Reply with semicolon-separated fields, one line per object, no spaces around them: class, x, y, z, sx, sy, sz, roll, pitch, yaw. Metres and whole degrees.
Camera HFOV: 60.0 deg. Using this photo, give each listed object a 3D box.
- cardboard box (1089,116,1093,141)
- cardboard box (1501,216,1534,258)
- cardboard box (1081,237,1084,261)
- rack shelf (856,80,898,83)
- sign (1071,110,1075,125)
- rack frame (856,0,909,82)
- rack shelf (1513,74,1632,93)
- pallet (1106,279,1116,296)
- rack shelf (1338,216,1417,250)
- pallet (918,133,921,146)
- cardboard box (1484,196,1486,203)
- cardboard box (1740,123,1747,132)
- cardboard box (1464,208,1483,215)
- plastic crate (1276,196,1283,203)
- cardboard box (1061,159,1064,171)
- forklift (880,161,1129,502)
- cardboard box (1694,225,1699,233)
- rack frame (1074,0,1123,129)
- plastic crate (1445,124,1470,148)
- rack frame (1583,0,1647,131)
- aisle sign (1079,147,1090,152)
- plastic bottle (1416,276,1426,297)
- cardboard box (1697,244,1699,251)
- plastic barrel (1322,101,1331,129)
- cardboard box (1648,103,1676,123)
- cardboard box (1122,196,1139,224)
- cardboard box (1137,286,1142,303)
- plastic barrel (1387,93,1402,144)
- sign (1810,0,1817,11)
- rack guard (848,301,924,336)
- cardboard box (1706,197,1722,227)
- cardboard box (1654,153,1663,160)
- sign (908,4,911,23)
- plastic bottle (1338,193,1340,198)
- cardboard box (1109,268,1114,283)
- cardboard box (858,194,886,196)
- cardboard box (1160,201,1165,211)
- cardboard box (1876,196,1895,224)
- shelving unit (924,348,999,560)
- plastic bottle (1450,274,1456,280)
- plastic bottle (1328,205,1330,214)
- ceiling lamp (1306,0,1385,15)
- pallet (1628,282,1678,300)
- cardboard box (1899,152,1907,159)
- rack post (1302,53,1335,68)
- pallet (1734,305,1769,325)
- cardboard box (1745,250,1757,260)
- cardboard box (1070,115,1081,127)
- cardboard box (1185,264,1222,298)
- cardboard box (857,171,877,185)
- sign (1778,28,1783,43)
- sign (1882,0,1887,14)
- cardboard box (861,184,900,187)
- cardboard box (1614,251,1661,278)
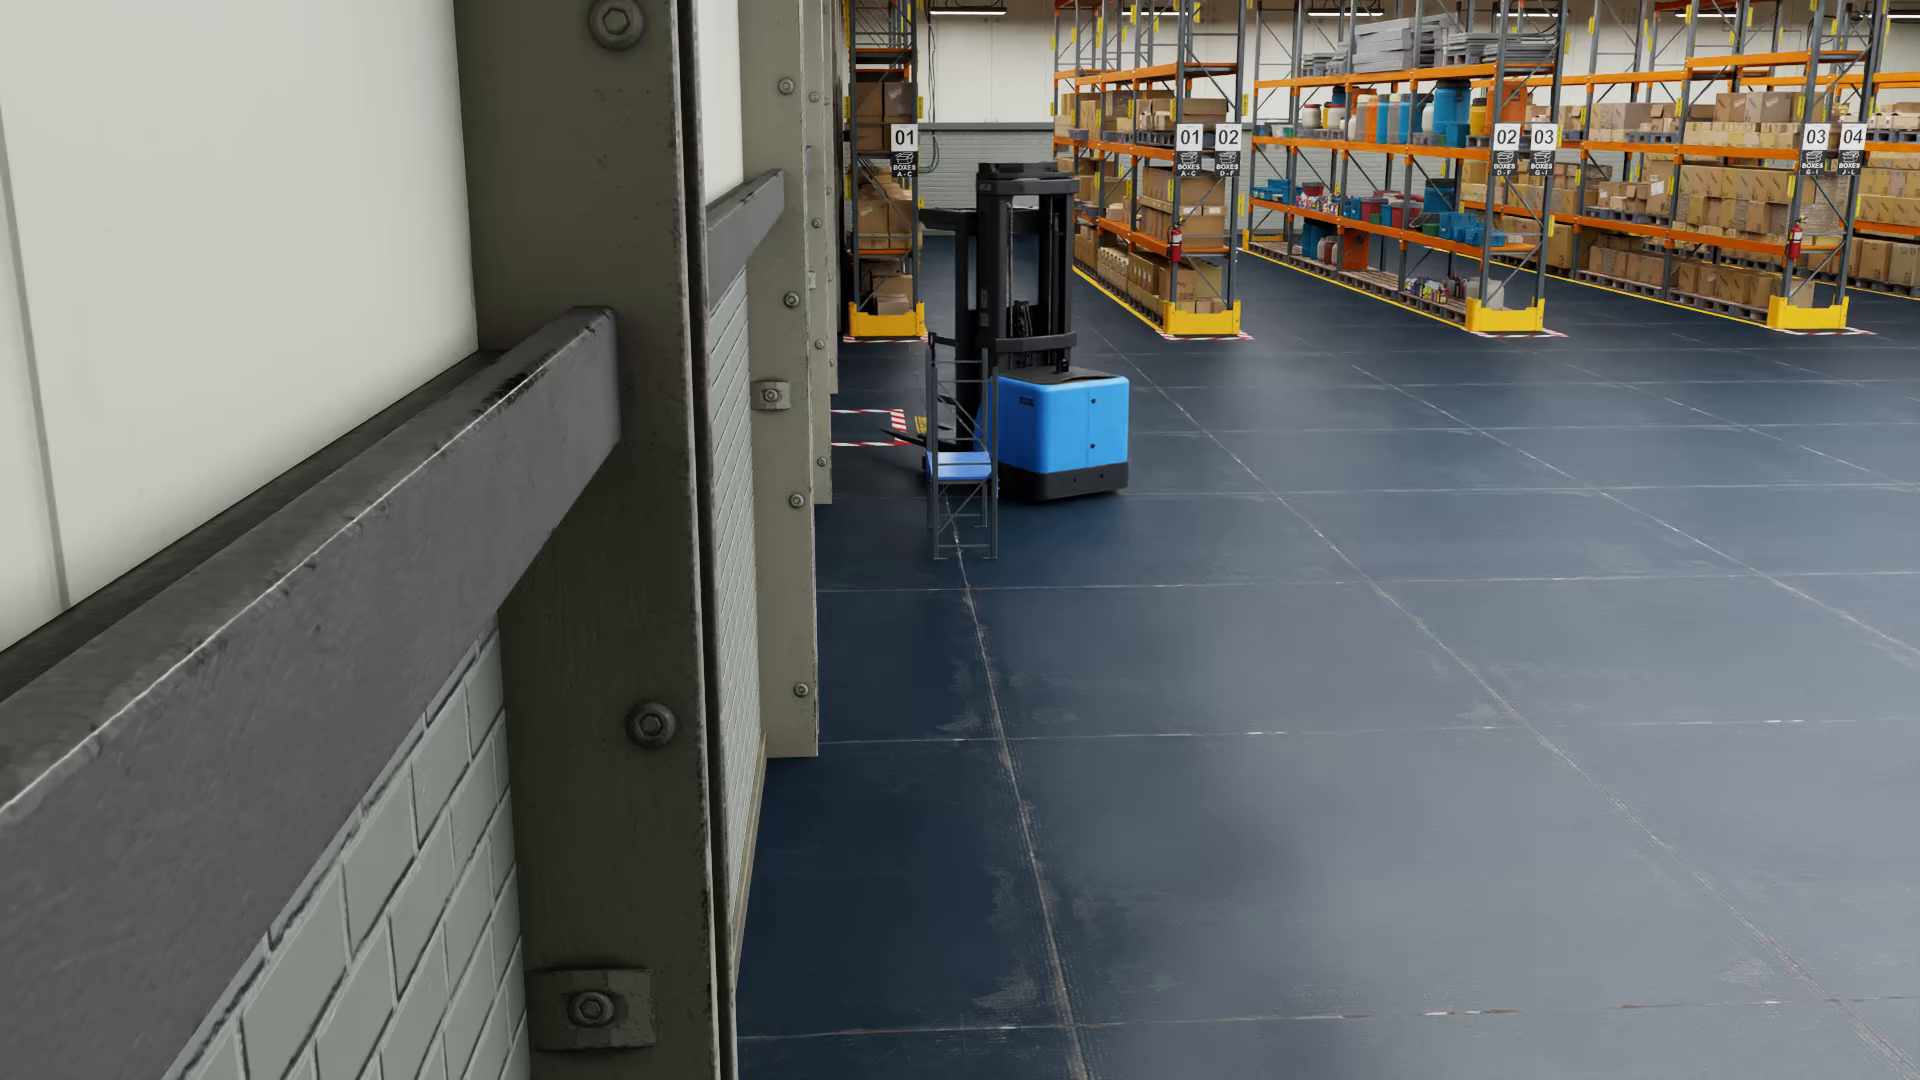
cardboard box;3.179;-8.579;34.628;0.910;0.500;0.500;-1;14;-3
cardboard box;13.003;-6.876;37.651;1.225;0.875;0.875;-1;14;-3
cardboard box;2.910;-6.330;36.242;0.500;0.500;0.500;-1;14;-3
rack shelf;-1.765;-9.497;34.623;1.077;0.370;4.000;-1;14;-3
sign;2.514;-9.401;36.987;0.100;0.325;0.005;-1;14;-3
rack frame;-1.393;-8.547;28.684;1.000;3.000;0.127;-1;14;-3
rack shelf;13.067;-9.726;35.515;1.077;0.370;4.000;-1;14;-3
pallet;3.388;-4.855;31.972;1.003;0.211;1.213;-1;14;-3
rack shelf;8.371;-5.943;32.049;1.077;0.370;4.000;-1;14;-3
pallet;-1.325;-7.158;29.685;1.213;0.211;1.003;-1;14;-3
cardboard box;12.549;-8.001;39.108;0.380;0.149;0.250;-1;14;-2
cardboard box;13.314;-6.906;27.828;0.380;0.149;0.250;-2;15;-6
cardboard box;12.871;-7.645;40.642;0.875;0.875;0.875;-1;14;-3
plastic crate;7.662;-7.954;38.852;0.437;0.125;0.590;-1;14;-3
cardboard box;2.670;-8.741;39.270;0.500;0.500;0.500;-1;14;-4
forklift;0.297;-2.075;15.709;1.130;2.935;3.031;-9;17;-32
cardboard box;13.222;-5.505;29.405;0.380;0.149;0.250;-1;14;-3
rack frame;3.055;-10.614;36.718;1.000;3.000;0.127;-1;14;-3
plastic crate;8.324;-6.714;27.613;0.392;0.384;0.575;-1;14;-3
rack frame;13.191;-9.771;33.442;1.000;3.000;0.127;-1;14;-3
aisle sign;3.109;-9.984;41.092;0.394;0.787;0.004;-1;14;-3
plastic bottle;8.143;-4.470;29.314;0.144;0.351;0.185;-1;15;-6
cardboard box;17.603;-6.893;39.174;0.380;0.149;0.250;0;14;-2
plastic barrel;8.259;-9.307;36.440;0.600;0.588;0.600;0;14;0
cardboard box;13.528;-8.243;32.321;0.500;0.500;0.500;-1;14;-2
cardboard box;3.424;-6.345;31.966;0.500;0.500;0.500;-2;15;-6
cardboard box;3.329;-4.222;28.589;0.500;0.250;0.500;-1;14;-3
plastic barrel;8.207;-7.775;30.701;0.600;0.901;0.600;0;14;0
sign;13.131;-8.307;25.560;0.100;0.325;0.005;-1;14;-3
rack guard;-1.150;-3.455;25.950;1.175;0.500;0.348;-1;14;-3
cardboard box;13.532;-5.703;28.873;0.875;0.500;0.500;-1;14;-3
cardboard box;17.452;-9.342;41.011;0.500;0.500;0.500;0;14;-2
sign;-0.850;-9.041;28.573;0.100;0.325;0.005;-1;14;-3
plastic bottle;8.395;-7.490;36.718;0.144;0.351;0.185;-1;14;-3
cardboard box;3.144;-5.069;31.882;0.500;0.250;0.500;-1;14;-2
cardboard box;-1.475;-5.440;27.404;0.500;0.500;0.500;-1;14;-3
cardboard box;3.503;-5.501;27.382;0.380;0.149;0.250;0;14;-2
cardboard box;18.034;-6.348;31.976;0.500;0.500;0.500;-1;14;-3
shelving unit;0.005;-0.705;13.257;0.538;1.500;1.048;-1;14;-3
plastic bottle;8.823;-4.569;29.696;0.144;0.351;0.185;-1;14;-5
plastic bottle;7.775;-6.946;34.901;0.097;0.201;0.097;0;14;0
ceiling lamp;10.099;-15.217;42.896;2.000;3.185;0.800;-1;14;-3
pallet;13.389;-4.714;31.423;1.003;0.211;1.213;-1;14;-3
cardboard box;22.550;-9.124;39.458;0.380;0.149;0.250;-1;14;-4
rack post;8.021;-10.443;36.205;0.937;0.300;0.954;-1;14;-4
pallet;13.667;-3.747;27.665;1.003;0.211;1.213;-1;14;-3
cardboard box;17.761;-6.455;36.768;0.500;0.500;0.500;-1;14;-2
cardboard box;2.754;-9.447;37.502;0.500;0.250;0.500;-1;14;-3
cardboard box;3.955;-4.220;27.078;0.500;0.500;0.500;-1;14;-3
cardboard box;-1.928;-7.310;33.576;0.500;0.250;0.500;0;14;-2
sign;18.453;-11.356;37.411;0.100;0.325;0.005;-1;14;-3
sign;14.228;-8.280;25.616;0.100;0.325;0.005;-1;14;-3
cardboard box;-1.540;-6.642;32.239;0.700;0.500;0.500;-2;15;-9
cardboard box;13.341;-5.423;32.717;0.700;0.500;0.500;0;14;1
